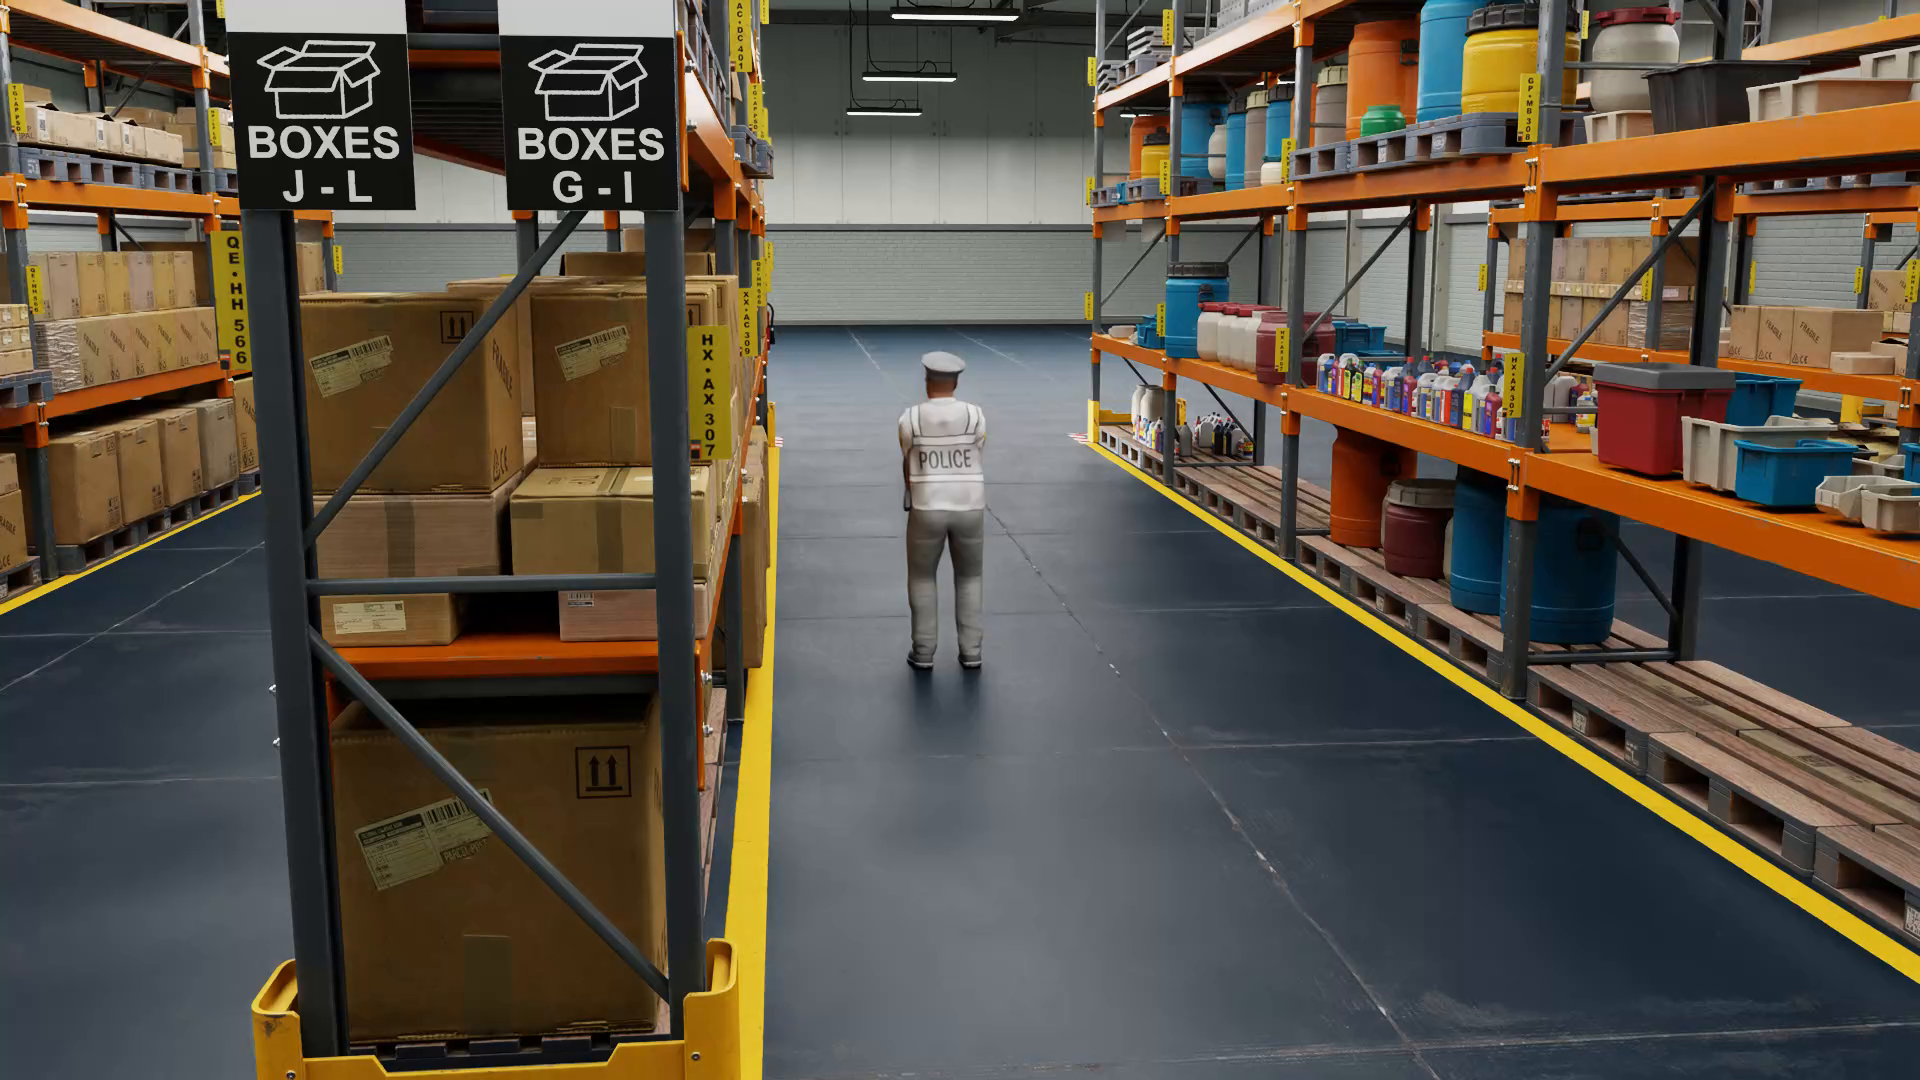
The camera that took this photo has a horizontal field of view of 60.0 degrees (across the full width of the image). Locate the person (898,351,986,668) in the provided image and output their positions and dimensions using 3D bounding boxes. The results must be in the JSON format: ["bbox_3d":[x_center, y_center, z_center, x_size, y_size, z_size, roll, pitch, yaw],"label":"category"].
[{"bbox_3d":[-0.108,-0.175,9.347,0.490,1.771,0.571,-1,10,-7],"label":"person"}]
